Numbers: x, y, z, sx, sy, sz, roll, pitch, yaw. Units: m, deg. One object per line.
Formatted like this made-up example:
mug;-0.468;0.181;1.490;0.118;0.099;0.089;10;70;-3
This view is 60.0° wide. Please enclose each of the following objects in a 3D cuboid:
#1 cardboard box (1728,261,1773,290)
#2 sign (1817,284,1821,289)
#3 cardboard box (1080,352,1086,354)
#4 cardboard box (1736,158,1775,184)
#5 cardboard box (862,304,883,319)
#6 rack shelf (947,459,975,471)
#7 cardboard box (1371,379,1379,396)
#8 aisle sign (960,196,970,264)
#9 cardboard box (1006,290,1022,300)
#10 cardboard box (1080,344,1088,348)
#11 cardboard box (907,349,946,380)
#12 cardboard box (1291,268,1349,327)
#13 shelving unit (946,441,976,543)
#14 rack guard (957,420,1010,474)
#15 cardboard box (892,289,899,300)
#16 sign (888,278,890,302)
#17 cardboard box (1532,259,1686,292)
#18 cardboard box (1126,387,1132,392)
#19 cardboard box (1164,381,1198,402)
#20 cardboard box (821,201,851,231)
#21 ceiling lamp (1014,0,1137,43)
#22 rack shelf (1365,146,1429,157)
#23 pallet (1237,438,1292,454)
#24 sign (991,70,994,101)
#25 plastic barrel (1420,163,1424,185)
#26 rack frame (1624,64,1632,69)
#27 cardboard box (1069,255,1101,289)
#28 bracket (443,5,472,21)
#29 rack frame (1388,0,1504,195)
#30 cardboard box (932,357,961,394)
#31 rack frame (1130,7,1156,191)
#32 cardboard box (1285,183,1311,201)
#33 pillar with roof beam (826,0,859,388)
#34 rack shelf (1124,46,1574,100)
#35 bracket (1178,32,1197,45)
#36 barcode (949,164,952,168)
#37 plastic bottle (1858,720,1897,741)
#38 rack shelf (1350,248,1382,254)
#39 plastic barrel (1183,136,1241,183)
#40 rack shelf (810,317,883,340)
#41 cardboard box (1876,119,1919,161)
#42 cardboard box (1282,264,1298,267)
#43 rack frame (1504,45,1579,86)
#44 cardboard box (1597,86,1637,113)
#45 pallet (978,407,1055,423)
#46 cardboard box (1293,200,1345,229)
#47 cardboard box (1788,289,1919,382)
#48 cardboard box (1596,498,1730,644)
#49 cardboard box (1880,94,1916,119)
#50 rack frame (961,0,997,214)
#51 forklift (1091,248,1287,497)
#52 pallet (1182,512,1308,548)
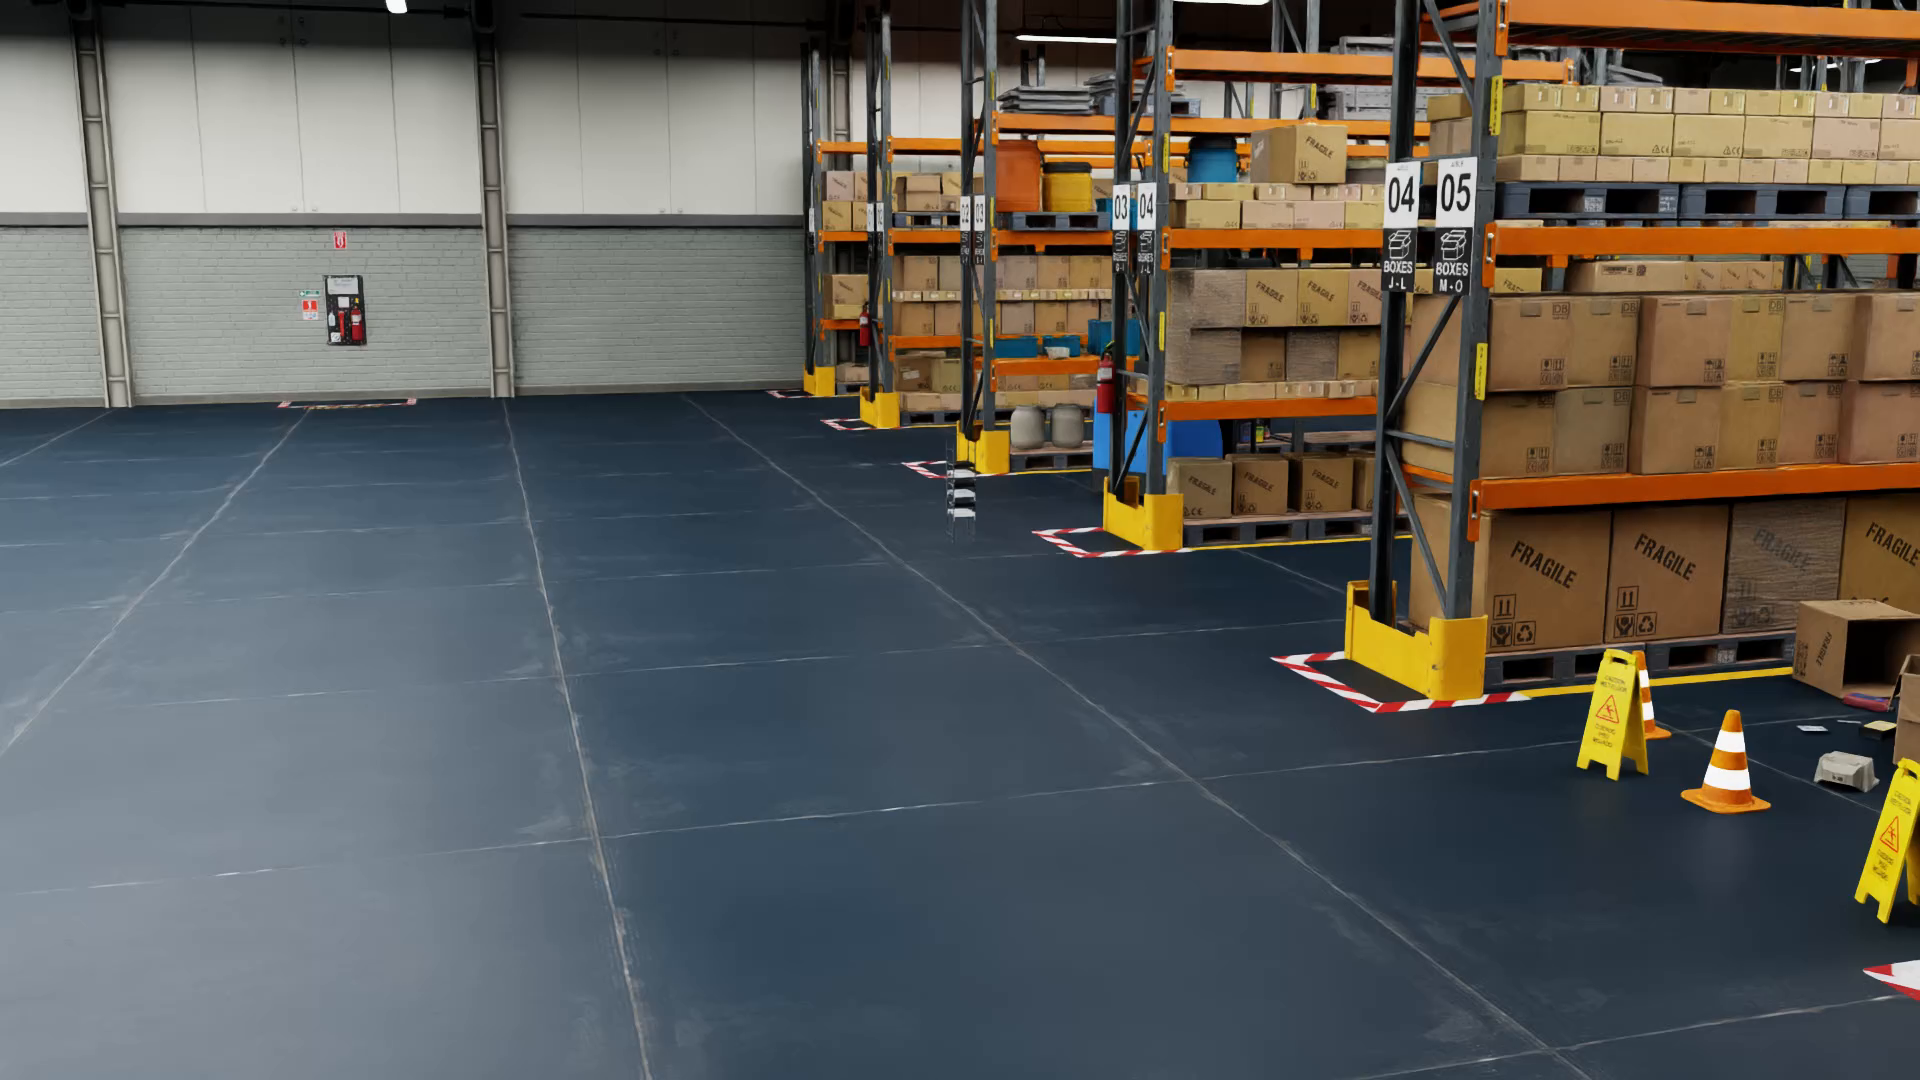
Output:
cardboard box;13.360;-4.459;28.149;0.500;0.500;0.500;-3;11;-14
sign;9.121;-2.553;17.634;0.005;0.325;0.100;-3;11;-16
cardboard box;1.663;-2.634;25.638;0.500;0.500;0.500;-3;11;-16
cardboard box;4.762;-2.261;10.218;0.250;0.149;0.380;-3;11;-15
cardboard box;-1.503;-4.000;29.051;0.500;0.250;0.500;-3;11;-18
rack shelf;0.008;-0.676;15.128;0.200;0.077;0.258;-3;11;-16
cardboard box;3.870;-1.426;15.404;0.250;0.149;0.380;-3;11;-16
aisle sign;0.062;-3.670;19.719;0.004;0.787;0.394;-3;11;-16
cardboard box;0.746;-3.633;24.630;0.250;0.149;0.380;-3;11;-15
cardboard box;2.409;-3.687;30.609;0.500;0.250;0.500;-3;11;-17
cardboard box;-0.600;-3.129;29.651;0.500;0.500;0.700;-4;11;-20
cardboard box;3.164;-2.200;15.054;0.500;0.500;0.500;-3;11;-16
shelving unit;0.008;-0.443;15.171;0.210;0.900;0.258;-3;11;-16
rack guard;0.274;-1.126;19.985;0.348;0.500;1.175;-3;11;-16
cardboard box;-0.853;-3.625;24.589;0.250;0.149;0.380;-3;11;-17
sign;-1.018;-3.572;23.761;0.005;0.325;0.100;-3;11;-16
cardboard box;6.241;-2.202;16.110;1.000;1.000;1.000;-3;11;-16
cardboard box;2.289;-2.200;25.349;0.500;0.250;0.500;-3;11;-16
cardboard box;1.939;-1.332;14.893;0.250;0.149;0.380;-3;11;-16
cardboard box;-2.164;-5.573;28.622;0.500;0.500;0.500;-3;11;-14
ceiling lamp;1.940;-9.594;26.390;2.000;3.185;0.800;-3;11;-16
rack shelf;8.434;-6.110;26.679;4.000;0.370;1.077;-3;11;-16
pallet;3.398;-1.148;20.900;1.213;0.211;1.003;-3;11;-16
sign;0.363;-5.095;18.649;0.005;0.325;0.100;-3;11;-16
plastic barrel;5.738;-4.397;21.180;0.708;0.901;0.600;-3;11;-16
rack frame;12.807;-7.826;32.904;0.127;3.000;1.000;-3;11;-16
cardboard box;1.764;-4.045;25.077;0.500;0.500;0.700;-3;11;-16
bracket;-8.185;-8.586;27.090;0.430;0.232;0.235;-3;11;-16
rack frame;2.888;-3.565;9.762;0.127;3.000;1.000;-3;11;-16
cardboard box;-0.110;-2.442;24.592;0.500;0.500;0.500;-3;11;-16
rack frame;2.674;-6.357;24.928;0.127;3.000;1.000;-3;11;-16
cardboard box;2.927;-3.097;14.816;0.250;0.149;0.380;-3;11;-16
pillar with roof beam;-0.922;-6.453;25.450;0.548;9.000;9.100;-3;11;-16
rack shelf;3.519;-4.178;15.089;4.000;0.370;1.077;-3;11;-16
bracket;4.134;-9.235;30.617;0.430;0.232;0.235;-3;11;-16
barcode;-0.169;-6.682;29.728;0.075;0.075;0.001;-3;11;-16
plastic bottle;5.169;1.061;9.318;0.283;0.061;0.133;-8;13;-36
rack shelf;4.594;-4.630;25.815;4.000;0.370;1.077;-3;11;-16
plastic barrel;3.069;-4.442;20.266;0.708;0.901;0.600;-3;11;-16
rack shelf;-0.635;-3.813;29.663;4.000;0.370;1.077;-3;11;-16
cardboard box;5.842;-2.526;10.556;0.500;0.250;0.500;-3;11;-16
cardboard box;6.150;-5.050;31.172;0.500;0.250;0.500;-3;11;-17
rack frame;5.439;-4.635;15.573;0.127;3.000;1.000;-3;11;-16
cardboard box;3.783;-2.602;9.867;0.250;0.149;0.380;-3;11;-17
pallet;0.725;-1.940;25.206;1.213;0.211;1.003;-3;11;-16
cardboard box;3.103;-2.915;14.927;0.500;0.250;0.500;-3;11;-16
cardboard box;5.869;-1.361;10.964;0.550;0.550;0.875;-3;11;-16
cardboard box;4.364;0.133;10.952;0.875;0.875;0.875;-3;11;-17
cardboard box;5.742;-2.705;10.429;0.250;0.149;0.380;-3;11;-15
rack frame;0.214;-5.294;19.150;0.127;3.000;1.000;-3;11;-16
forklift;2.707;-2.069;18.393;1.130;2.935;3.031;8;13;37
pallet;2.461;-0.150;15.480;1.213;0.211;1.003;-3;11;-16
